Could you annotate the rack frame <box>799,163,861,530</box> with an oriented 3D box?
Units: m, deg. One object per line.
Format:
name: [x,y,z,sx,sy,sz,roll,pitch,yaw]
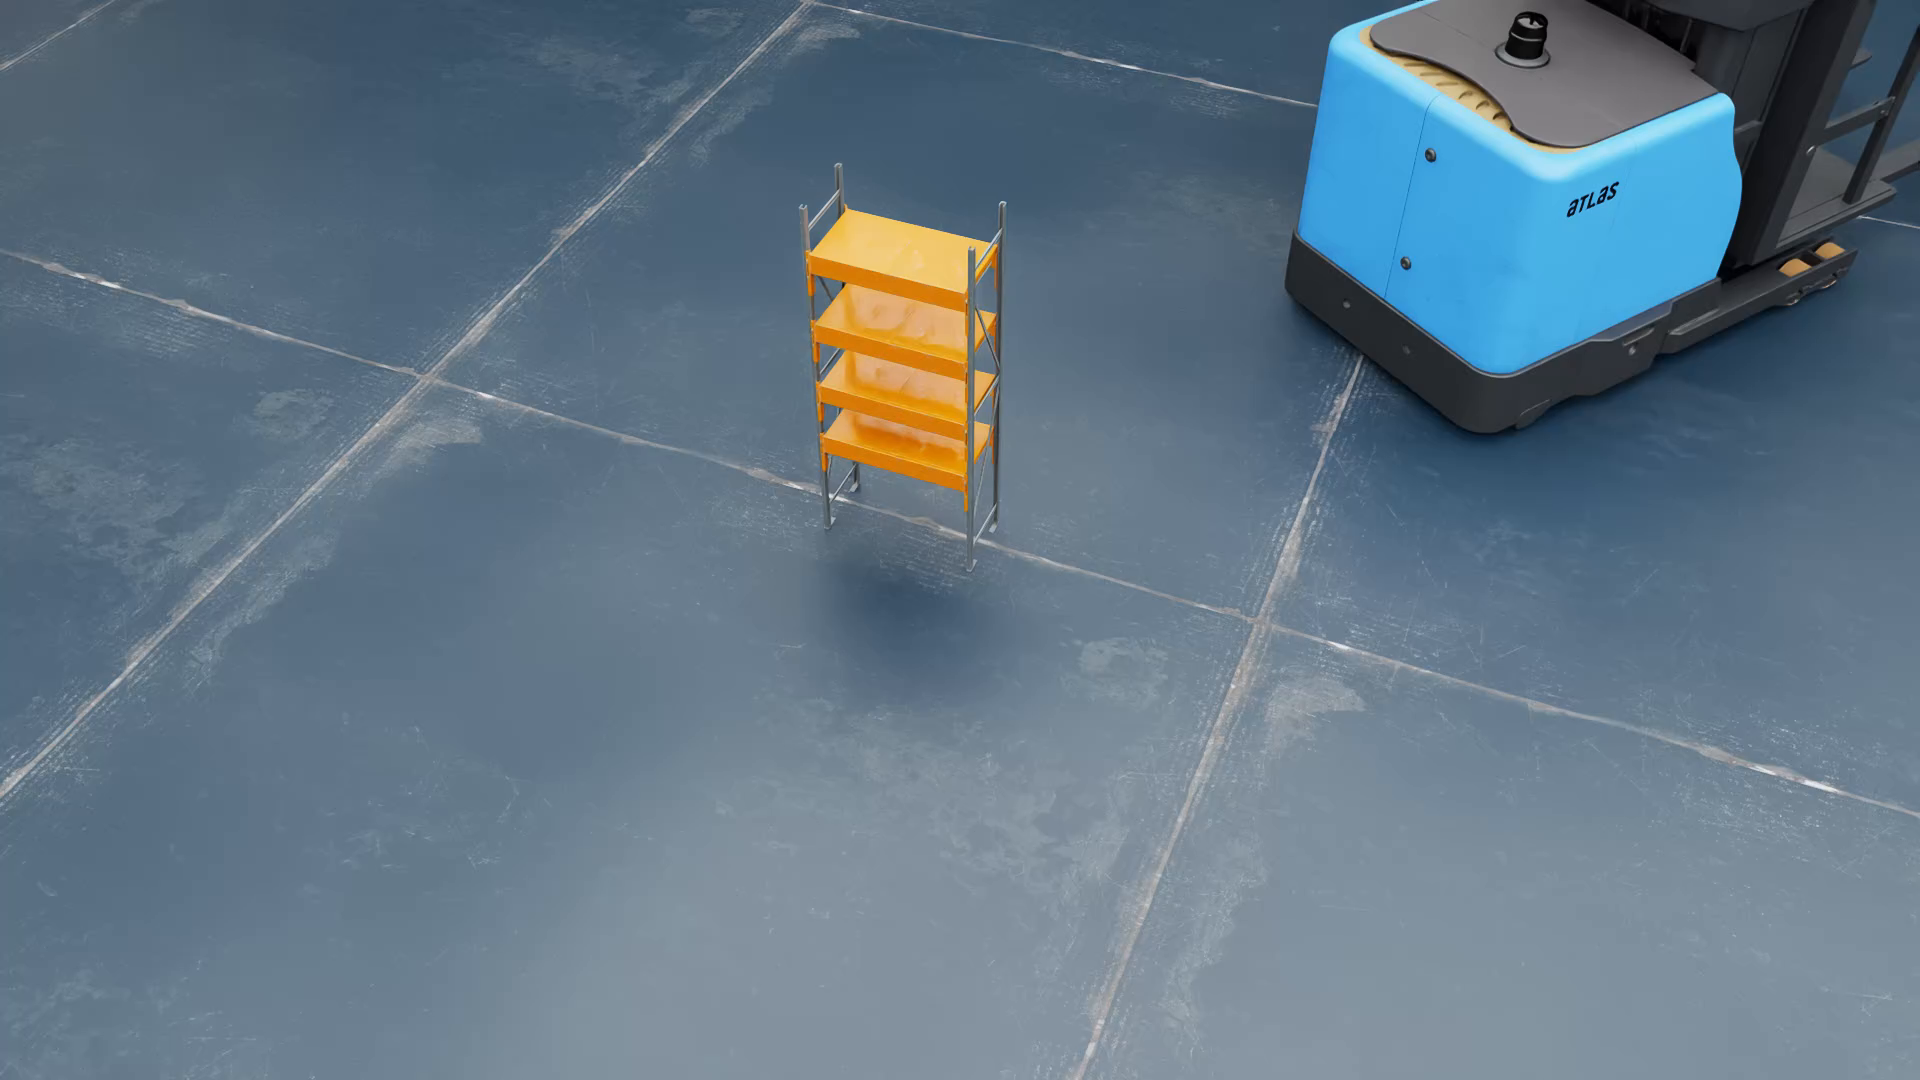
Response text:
rack frame: [-0.378,-0.537,4.939,0.015,1.200,0.240,16,47,16]

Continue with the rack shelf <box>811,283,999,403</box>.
rack shelf: [-0.153,-0.581,4.762,0.480,0.148,0.258,16,47,16]

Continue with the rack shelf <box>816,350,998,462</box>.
rack shelf: [-0.153,-0.423,4.919,0.480,0.148,0.258,16,47,16]

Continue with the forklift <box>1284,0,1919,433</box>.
forklift: [2.707,-2.195,5.378,3.031,2.935,1.130,-24,50,-22]

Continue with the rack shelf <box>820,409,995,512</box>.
rack shelf: [-0.153,-0.282,5.059,0.480,0.148,0.258,16,47,16]

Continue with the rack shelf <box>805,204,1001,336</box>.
rack shelf: [-0.153,-0.749,4.595,0.480,0.148,0.258,16,47,16]

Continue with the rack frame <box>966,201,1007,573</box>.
rack frame: [0.072,-0.404,4.805,0.015,1.200,0.240,16,47,16]

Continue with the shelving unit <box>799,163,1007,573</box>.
shelving unit: [-0.153,-0.470,4.872,0.503,1.200,0.258,16,47,16]
